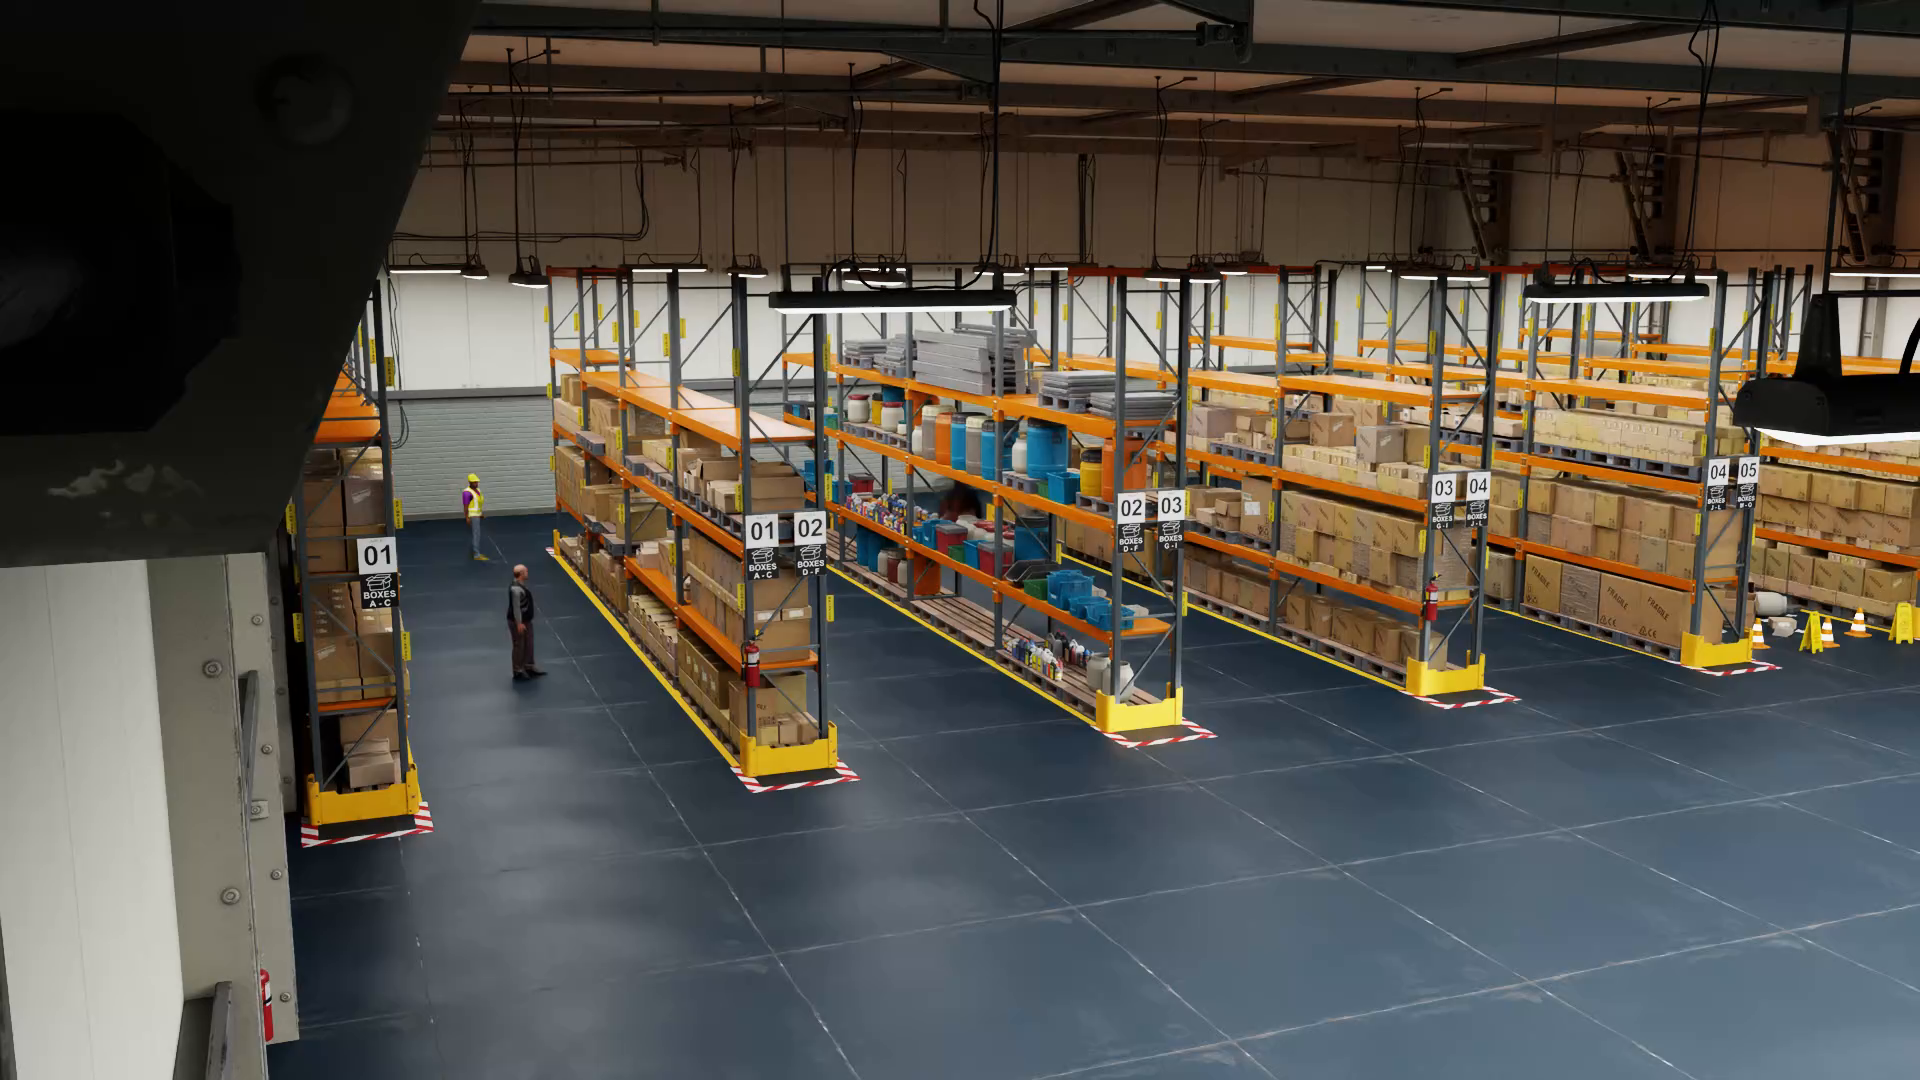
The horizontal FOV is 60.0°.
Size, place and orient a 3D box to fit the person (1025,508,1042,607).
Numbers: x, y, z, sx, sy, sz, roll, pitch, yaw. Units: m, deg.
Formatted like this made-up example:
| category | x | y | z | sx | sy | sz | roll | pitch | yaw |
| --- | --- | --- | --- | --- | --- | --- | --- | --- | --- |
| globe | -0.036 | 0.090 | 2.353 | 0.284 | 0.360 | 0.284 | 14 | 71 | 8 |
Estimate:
| category | x | y | z | sx | sy | sz | roll | pitch | yaw |
| --- | --- | --- | --- | --- | --- | --- | --- | --- | --- |
| person | 1.294 | 0.311 | 28.353 | 0.425 | 1.716 | 0.419 | 4 | 11 | 21 |

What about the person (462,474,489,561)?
| category | x | y | z | sx | sy | sz | roll | pitch | yaw |
| --- | --- | --- | --- | --- | --- | --- | --- | --- | --- |
| person | -9.994 | -0.484 | 34.359 | 0.466 | 1.774 | 0.601 | -1 | 10 | -7 |

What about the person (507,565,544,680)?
| category | x | y | z | sx | sy | sz | roll | pitch | yaw |
| --- | --- | --- | --- | --- | --- | --- | --- | --- | --- |
| person | -6.513 | 1.216 | 24.757 | 0.426 | 1.723 | 0.588 | 2 | 10 | 9 |
